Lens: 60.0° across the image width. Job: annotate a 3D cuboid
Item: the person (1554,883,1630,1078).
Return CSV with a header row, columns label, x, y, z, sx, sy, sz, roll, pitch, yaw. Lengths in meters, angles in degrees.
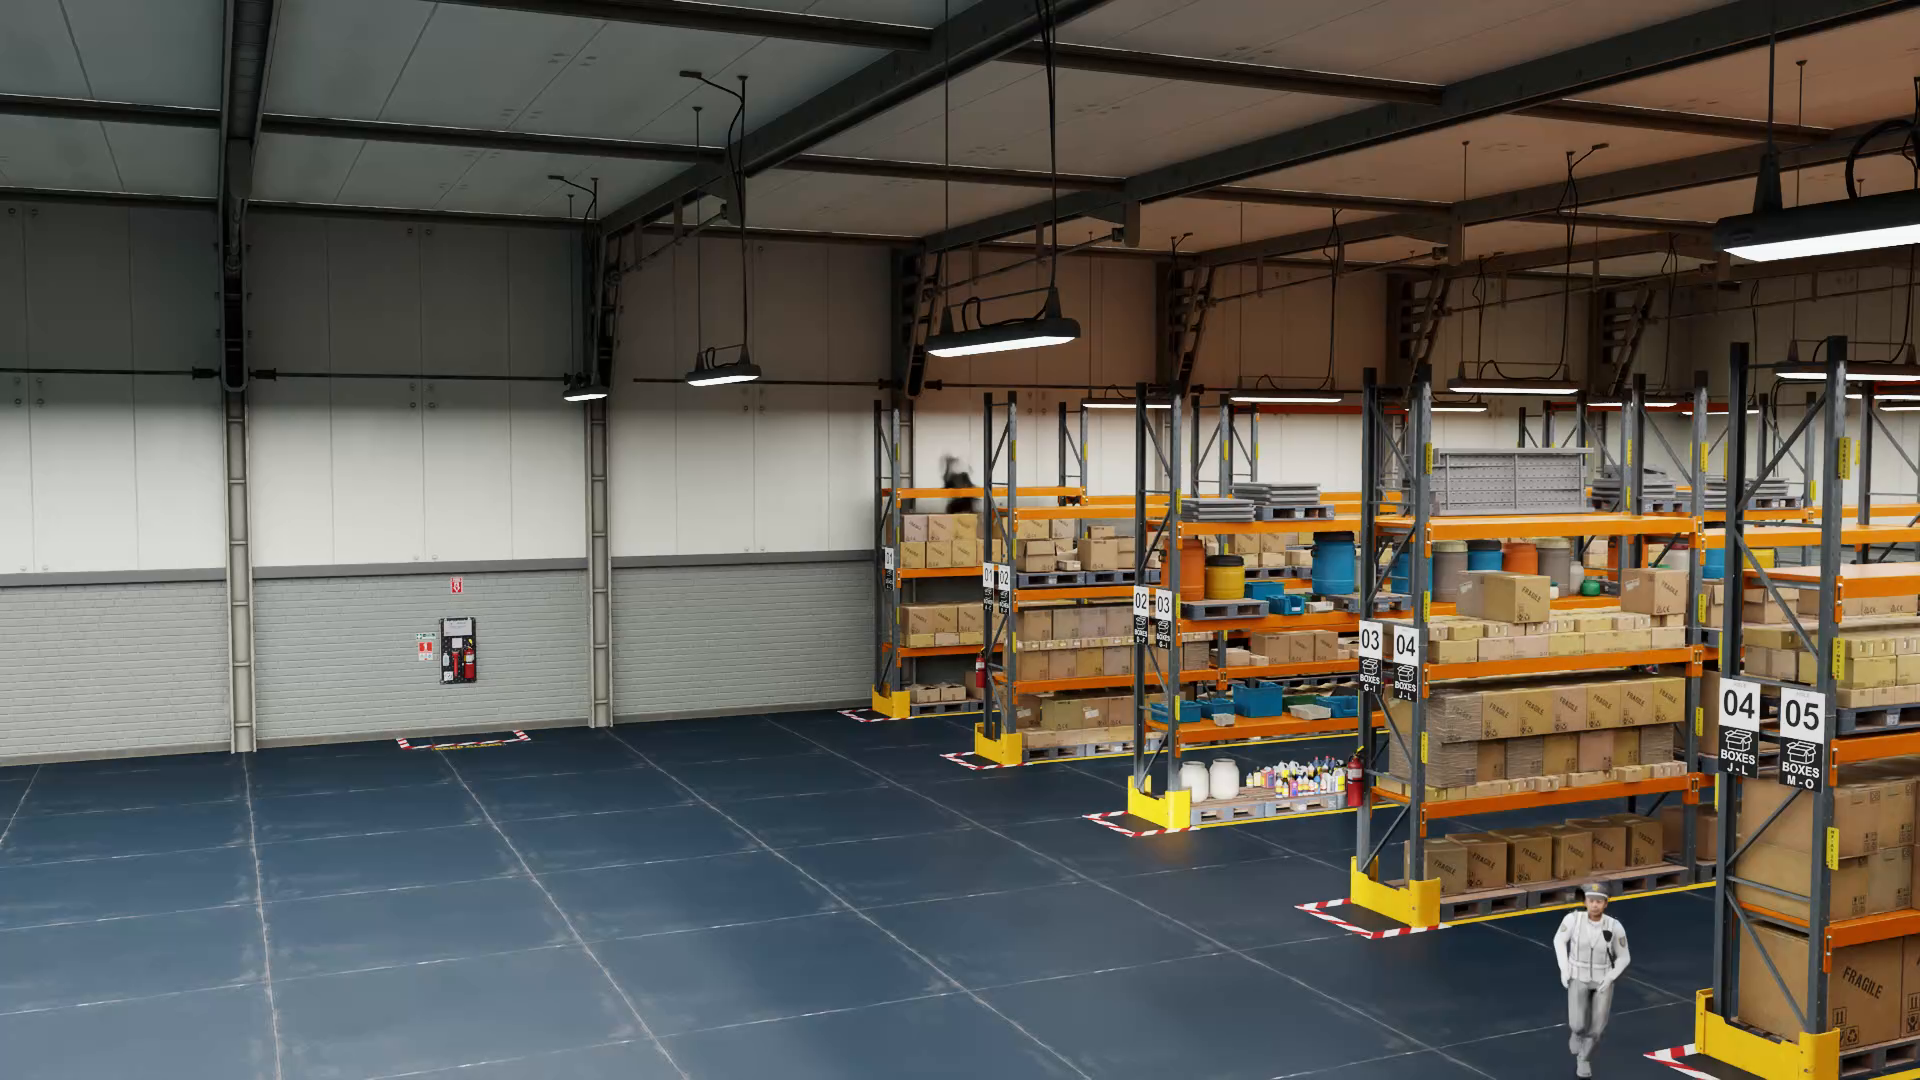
label,x,y,z,sx,sy,sz,roll,pitch,yaw
person,5.134,3.567,13.520,0.577,1.629,0.515,1,3,17
